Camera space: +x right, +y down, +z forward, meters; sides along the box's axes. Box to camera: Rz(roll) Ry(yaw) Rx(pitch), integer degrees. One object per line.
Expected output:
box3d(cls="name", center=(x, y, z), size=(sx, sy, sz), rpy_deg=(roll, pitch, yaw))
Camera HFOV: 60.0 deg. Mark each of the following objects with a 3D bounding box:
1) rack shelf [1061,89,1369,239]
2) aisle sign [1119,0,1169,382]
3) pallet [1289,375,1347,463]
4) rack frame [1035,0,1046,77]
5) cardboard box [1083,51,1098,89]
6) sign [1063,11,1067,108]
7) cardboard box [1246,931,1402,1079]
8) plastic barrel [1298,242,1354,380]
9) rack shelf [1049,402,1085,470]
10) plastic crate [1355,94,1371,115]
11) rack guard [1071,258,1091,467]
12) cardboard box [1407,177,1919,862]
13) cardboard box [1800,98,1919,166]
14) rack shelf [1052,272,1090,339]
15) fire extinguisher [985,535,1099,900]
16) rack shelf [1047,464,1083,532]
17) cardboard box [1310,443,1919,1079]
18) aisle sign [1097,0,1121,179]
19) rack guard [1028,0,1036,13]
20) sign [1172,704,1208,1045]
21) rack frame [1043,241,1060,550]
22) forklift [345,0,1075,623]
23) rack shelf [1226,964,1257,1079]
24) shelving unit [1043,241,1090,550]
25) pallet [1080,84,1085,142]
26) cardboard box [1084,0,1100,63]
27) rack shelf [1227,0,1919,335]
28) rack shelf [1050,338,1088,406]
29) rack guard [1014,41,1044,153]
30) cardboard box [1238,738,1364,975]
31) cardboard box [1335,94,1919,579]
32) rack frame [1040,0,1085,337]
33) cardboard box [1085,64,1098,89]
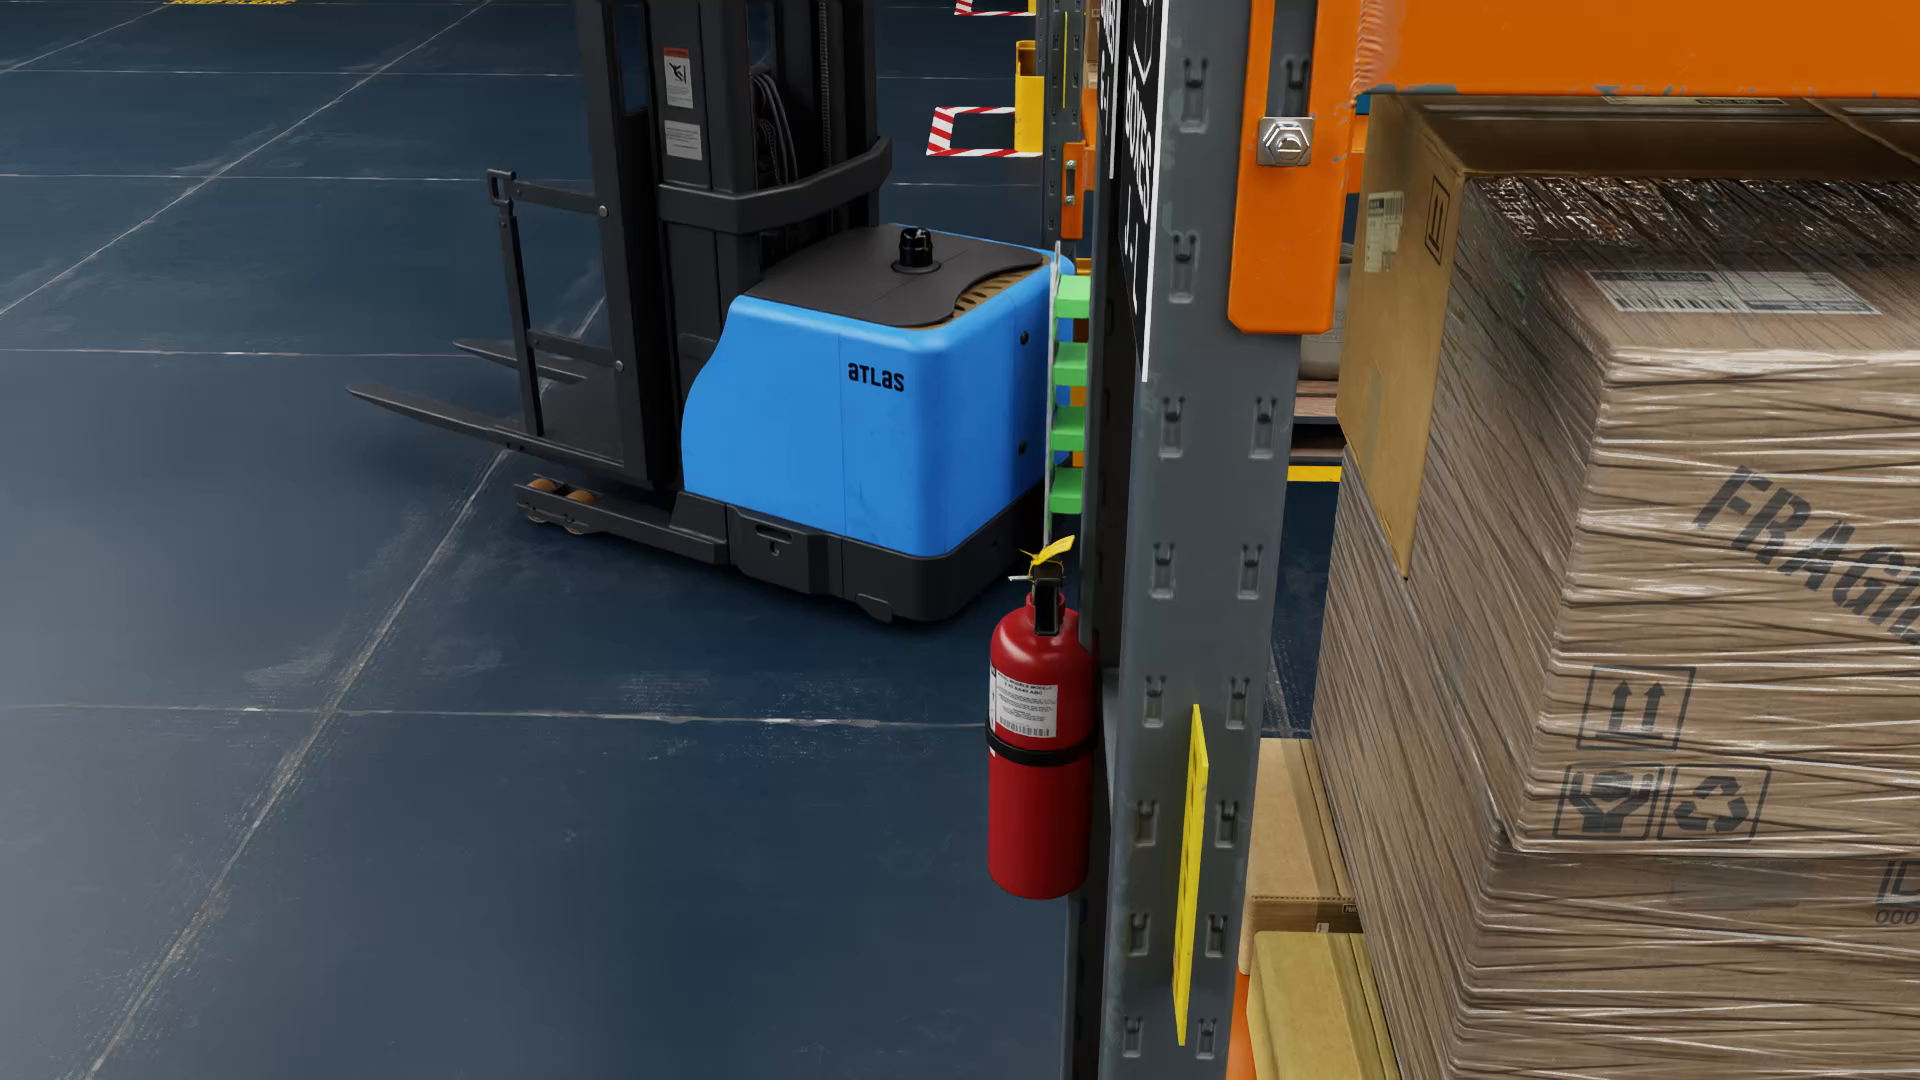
box3d(cls="rack shelf", center=(2.403, -1.527, 6.697), size=(4.000, 0.370, 1.077), rpy_deg=(1, 28, 2))
box3d(cls="aisle sign", center=(0.157, -0.569, 1.345), size=(0.004, 0.787, 0.394), rpy_deg=(1, 28, 2))
box3d(cls="pallet", center=(1.294, -0.651, 7.253), size=(1.213, 0.211, 1.003), rpy_deg=(1, 28, 2))
box3d(cls="rack frame", center=(0.583, -4.197, 10.964), size=(0.127, 3.000, 1.000), rpy_deg=(1, 28, 2))
box3d(cls="cardboard box", center=(1.130, -3.297, 11.754), size=(0.500, 0.250, 0.500), rpy_deg=(1, 28, 2))
box3d(cls="sign", center=(0.381, -1.743, 6.040), size=(0.005, 0.325, 0.100), rpy_deg=(1, 28, 2))
box3d(cls="cardboard box", center=(0.506, 0.667, 2.056), size=(0.250, 0.149, 0.380), rpy_deg=(1, 28, 2))
box3d(cls="plastic barrel", center=(1.566, -0.981, 7.106), size=(0.421, 0.512, 0.421), rpy_deg=(0, 28, 0))
box3d(cls="rack shelf", center=(0.558, -0.350, 5.765), size=(0.480, 0.148, 0.258), rpy_deg=(3, 28, 6))
box3d(cls="plastic crate", center=(1.564, -1.931, 6.849), size=(0.408, 0.251, 0.499), rpy_deg=(1, 28, 2))
box3d(cls="rack guard", center=(0.482, -0.795, 7.215), size=(0.348, 0.500, 1.175), rpy_deg=(1, 28, 2))
box3d(cls="cardboard box", center=(0.770, -0.041, 1.632), size=(0.500, 0.500, 0.500), rpy_deg=(1, 28, 2))
box3d(cls="cardboard box", center=(1.288, -0.278, 2.080), size=(0.500, 0.500, 0.500), rpy_deg=(1, 28, 2))
box3d(cls="rack shelf", center=(0.558, -0.774, 5.540), size=(0.480, 0.148, 0.258), rpy_deg=(3, 28, 6))
box3d(cls="fire extinguisher", center=(0.132, 0.257, 2.646), size=(0.183, 0.674, 0.296), rpy_deg=(1, 28, 2))
box3d(cls="rack shelf", center=(0.558, -0.138, 5.877), size=(0.480, 0.148, 0.258), rpy_deg=(3, 28, 6))
box3d(cls="cardboard box", center=(0.779, 0.287, 2.083), size=(0.500, 0.500, 0.875), rpy_deg=(1, 28, 2))
box3d(cls="aisle sign", center=(0.179, -0.850, 1.875), size=(0.004, 0.787, 0.394), rpy_deg=(1, 28, 2))
box3d(cls="rack guard", center=(0.830, -5.410, 15.921), size=(0.348, 0.500, 1.175), rpy_deg=(1, 28, 2))
box3d(cls="sign", center=(0.211, 0.312, 1.535), size=(0.005, 0.325, 0.100), rpy_deg=(1, 28, 2))
box3d(cls="rack frame", center=(0.315, -0.420, 5.761), size=(0.015, 1.200, 0.240), rpy_deg=(3, 28, 6))
box3d(cls="forklift", center=(-1.110, -1.510, 5.969), size=(3.031, 2.935, 1.130), rpy_deg=(15, 32, 27))
box3d(cls="rack shelf", center=(2.229, 0.791, 2.323), size=(4.000, 0.370, 1.077), rpy_deg=(1, 28, 2))
box3d(cls="shelving unit", center=(0.558, -0.406, 5.735), size=(0.503, 1.200, 0.258), rpy_deg=(3, 28, 6))
box3d(cls="pallet", center=(1.349, -2.972, 11.630), size=(1.213, 0.211, 1.003), rpy_deg=(1, 28, 2))
box3d(cls="cardboard box", center=(1.130, -3.629, 11.580), size=(0.500, 0.500, 0.500), rpy_deg=(1, 28, 2))
box3d(cls="rack shelf", center=(2.229, -0.534, 1.621), size=(4.000, 0.370, 1.077), rpy_deg=(1, 28, 2))
box3d(cls="rack shelf", center=(0.558, -0.562, 5.653), size=(0.480, 0.148, 0.258), rpy_deg=(3, 28, 6))
box3d(cls="rack guard", center=(0.559, -3.093, 11.550), size=(0.348, 0.500, 1.175), rpy_deg=(1, 28, 2))
box3d(cls="cardboard box", center=(0.522, 0.459, 2.449), size=(0.250, 0.149, 0.380), rpy_deg=(1, 28, 2))
box3d(cls="cardboard box", center=(0.788, -0.284, 2.091), size=(0.500, 0.500, 0.500), rpy_deg=(1, 28, 2))
box3d(cls="rack frame", center=(0.405, -1.878, 6.590), size=(0.127, 3.000, 1.000), rpy_deg=(1, 28, 2))
box3d(cls="cardboard box", center=(1.111, -3.054, 11.296), size=(0.500, 0.250, 0.500), rpy_deg=(1, 28, 2))
